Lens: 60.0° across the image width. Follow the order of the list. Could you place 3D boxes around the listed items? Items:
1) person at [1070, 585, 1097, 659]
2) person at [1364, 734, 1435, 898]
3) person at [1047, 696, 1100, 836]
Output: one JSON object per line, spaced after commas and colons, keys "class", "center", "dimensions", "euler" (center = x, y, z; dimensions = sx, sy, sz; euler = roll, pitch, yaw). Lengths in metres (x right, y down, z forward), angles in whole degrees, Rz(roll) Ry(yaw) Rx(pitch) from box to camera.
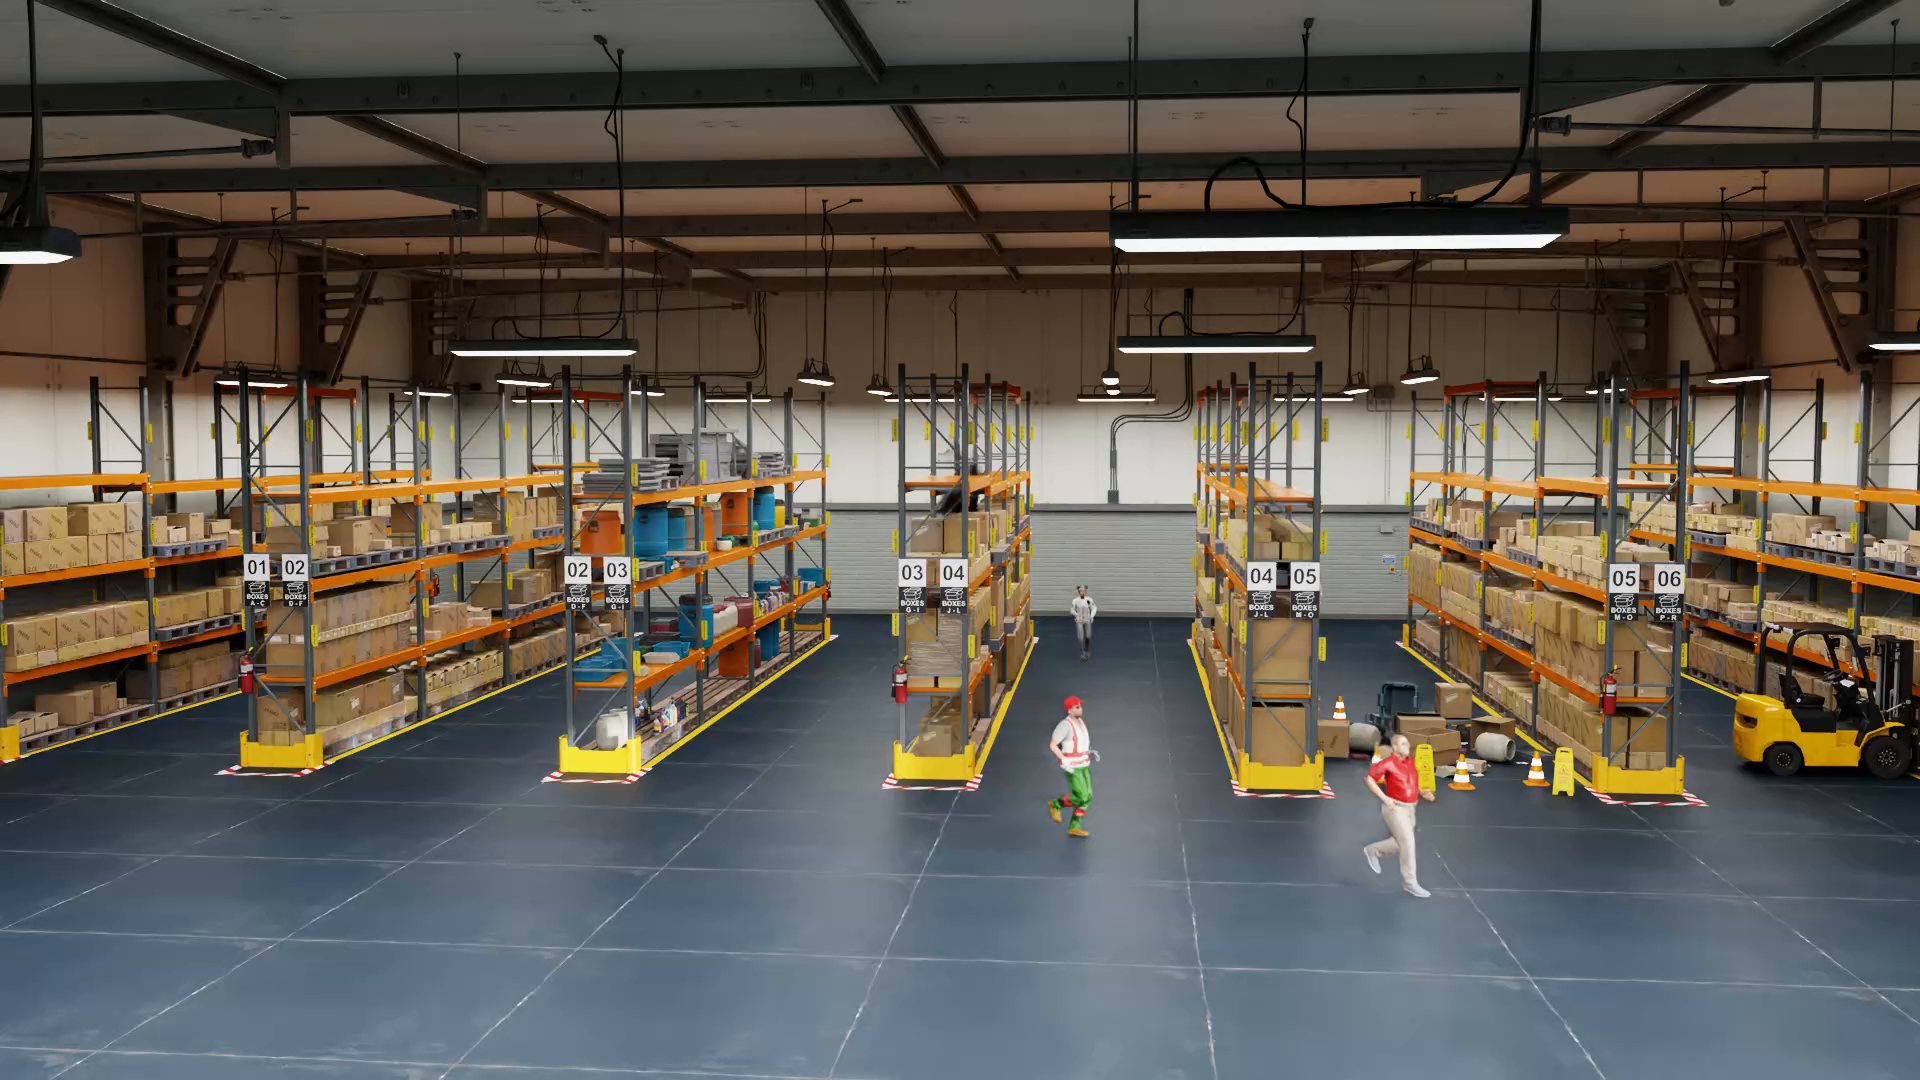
{"class": "person", "center": [2.728, 1.808, 36.651], "dimensions": [0.588, 1.656, 0.605], "euler": [0, 4, 2]}
{"class": "person", "center": [4.781, 2.990, 18.226], "dimensions": [0.629, 1.731, 0.879], "euler": [-3, 5, -43]}
{"class": "person", "center": [1.412, 2.807, 20.695], "dimensions": [0.602, 1.737, 0.629], "euler": [3, 5, 37]}
